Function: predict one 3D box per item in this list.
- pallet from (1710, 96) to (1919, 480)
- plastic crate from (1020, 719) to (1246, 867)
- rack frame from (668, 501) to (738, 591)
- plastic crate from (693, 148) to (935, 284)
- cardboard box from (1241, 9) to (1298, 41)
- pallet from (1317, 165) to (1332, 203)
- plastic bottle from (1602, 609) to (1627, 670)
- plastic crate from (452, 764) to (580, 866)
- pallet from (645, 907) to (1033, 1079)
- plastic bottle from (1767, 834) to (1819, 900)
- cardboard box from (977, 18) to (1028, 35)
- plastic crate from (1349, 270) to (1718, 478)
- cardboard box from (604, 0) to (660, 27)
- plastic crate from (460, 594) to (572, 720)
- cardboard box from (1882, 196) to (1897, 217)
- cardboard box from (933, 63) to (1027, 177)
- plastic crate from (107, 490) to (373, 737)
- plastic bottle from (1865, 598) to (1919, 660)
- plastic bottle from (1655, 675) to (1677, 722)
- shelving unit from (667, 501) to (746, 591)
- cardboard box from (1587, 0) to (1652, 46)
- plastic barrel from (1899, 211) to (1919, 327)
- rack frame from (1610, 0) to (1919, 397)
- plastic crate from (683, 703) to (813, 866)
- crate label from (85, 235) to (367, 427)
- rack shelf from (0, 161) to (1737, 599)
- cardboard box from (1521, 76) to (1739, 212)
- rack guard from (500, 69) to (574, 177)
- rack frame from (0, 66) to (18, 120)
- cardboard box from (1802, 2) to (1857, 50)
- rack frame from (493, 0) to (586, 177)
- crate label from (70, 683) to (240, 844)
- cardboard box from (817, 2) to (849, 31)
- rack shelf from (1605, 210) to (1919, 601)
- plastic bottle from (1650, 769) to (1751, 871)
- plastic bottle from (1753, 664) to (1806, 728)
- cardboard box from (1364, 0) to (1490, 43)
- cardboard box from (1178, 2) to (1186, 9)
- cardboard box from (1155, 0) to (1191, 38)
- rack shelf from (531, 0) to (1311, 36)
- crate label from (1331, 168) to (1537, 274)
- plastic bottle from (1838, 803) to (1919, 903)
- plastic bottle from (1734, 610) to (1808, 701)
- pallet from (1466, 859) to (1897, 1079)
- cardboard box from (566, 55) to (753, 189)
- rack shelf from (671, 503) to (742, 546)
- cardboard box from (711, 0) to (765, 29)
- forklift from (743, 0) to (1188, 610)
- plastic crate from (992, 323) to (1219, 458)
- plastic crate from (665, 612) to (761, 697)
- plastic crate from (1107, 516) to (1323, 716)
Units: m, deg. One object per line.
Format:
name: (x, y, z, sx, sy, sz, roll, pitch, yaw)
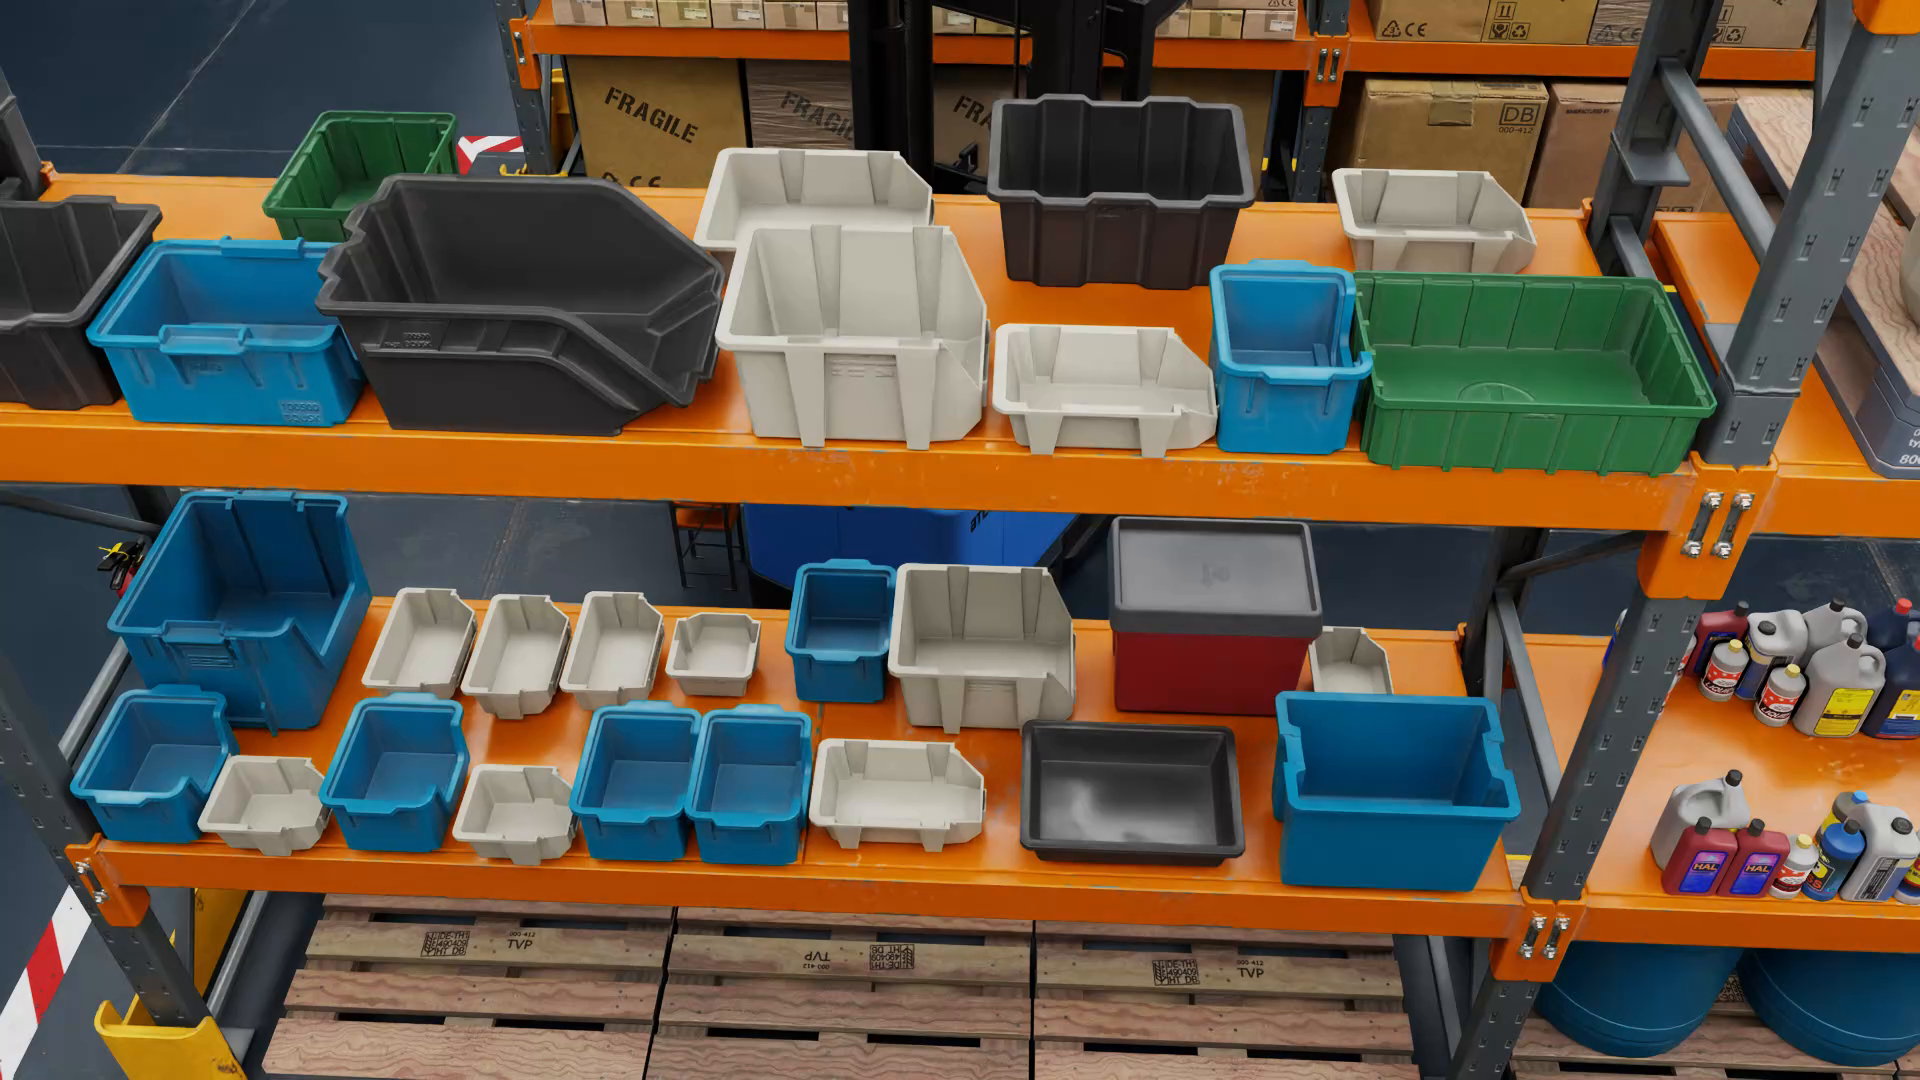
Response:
pallet: (2.378, -0.593, 3.709, 1.003, 0.211, 1.213, 2, 43, 2)
plastic crate: (0.460, 0.706, 4.535, 0.590, 0.125, 0.437, 2, 43, 2)
rack frame: (-1.070, -0.230, 6.702, 0.240, 1.200, 0.006, 4, 43, 4)
plastic crate: (-0.330, -0.751, 3.934, 0.530, 0.136, 0.437, 2, 43, 2)
cardboard box: (1.494, -2.589, 8.098, 0.250, 0.149, 0.380, 2, 43, 2)
pallet: (2.588, -1.902, 9.222, 1.213, 0.211, 1.003, 2, 43, 2)
plastic bottle: (1.999, 0.316, 4.887, 0.135, 0.276, 0.152, 2, 43, 2)
plastic crate: (-1.179, 0.749, 4.480, 0.298, 0.136, 0.250, 2, 43, 2)
pallet: (-0.368, 1.467, 5.606, 1.213, 0.211, 1.003, 2, 43, 2)
plastic bottle: (2.187, 0.848, 4.370, 0.097, 0.201, 0.097, 0, 43, 0)
cardboard box: (0.210, -2.628, 8.140, 0.250, 0.149, 0.380, 1, 43, 1)
plastic crate: (1.154, -0.349, 3.464, 0.662, 0.188, 0.450, 2, 43, 2)
cardboard box: (-1.586, -2.683, 8.199, 0.250, 0.149, 0.380, 1, 43, 1)
plastic crate: (-1.294, 0.350, 4.908, 0.243, 0.136, 0.396, 2, 43, 2)
cardboard box: (5.121, -2.183, 8.729, 0.875, 0.875, 1.225, 0, 43, 0)
cardboard box: (0.259, -2.373, 8.933, 0.875, 0.875, 0.875, 2, 43, 2)
plastic crate: (-2.062, 0.204, 4.846, 0.499, 0.435, 0.616, 2, 43, 2)
plastic bottle: (2.708, 0.307, 4.841, 0.185, 0.351, 0.144, 2, 43, 2)
plastic bottle: (2.012, 0.428, 4.821, 0.097, 0.201, 0.097, 0, 43, 0)
shelving unit: (-1.060, -0.292, 6.769, 0.258, 1.200, 0.189, 4, 43, 4)
cardboard box: (3.264, -2.716, 7.977, 0.500, 0.500, 0.500, 1, 43, 1)
plastic barrel: (2.105, -0.636, 3.209, 0.433, 0.535, 0.433, 0, 43, 0)
rack frame: (1.591, -1.717, 2.576, 0.127, 3.000, 1.000, 2, 43, 2)
plastic crate: (-0.558, 0.676, 4.488, 0.300, 0.233, 0.416, 2, 43, 2)
crate label: (-1.498, -0.439, 3.515, 0.502, 0.251, 0.408, 2, 43, 2)
rack shelf: (-0.407, -0.417, 3.910, 4.000, 0.370, 1.077, 2, 43, 2)
cardboard box: (3.347, -2.238, 8.788, 0.875, 0.875, 1.225, 0, 43, 0)
rack guard: (-2.206, -2.103, 9.226, 0.348, 0.500, 1.175, 2, 43, 2)
rack frame: (-2.405, -1.840, 2.708, 0.127, 3.000, 1.000, 2, 43, 2)
cardboard box: (4.289, -2.688, 7.946, 0.500, 0.500, 0.500, 0, 43, 1)
rack frame: (-2.182, -3.017, 8.374, 0.127, 3.000, 1.000, 2, 43, 2)
crate label: (-2.174, 0.627, 4.541, 0.303, 0.233, 0.416, 2, 43, 2)
cardboard box: (-0.558, -2.652, 8.166, 0.250, 0.149, 0.380, 1, 43, 1)
rack shelf: (3.589, -0.295, 3.778, 4.000, 0.370, 1.077, 2, 43, 2)
plastic bottle: (1.968, 0.729, 4.388, 0.185, 0.351, 0.144, 2, 43, 2)
plastic bottle: (2.377, 0.440, 4.809, 0.097, 0.201, 0.097, 0, 43, 0)
cardboard box: (2.262, -2.747, 8.010, 0.500, 0.500, 0.500, 2, 43, 2)
cardboard box: (0.844, -2.797, 8.029, 0.500, 0.250, 0.500, 3, 43, 3)
cardboard box: (0.981, -2.605, 8.115, 0.250, 0.149, 0.380, 1, 43, 1)
rack shelf: (-0.184, -2.764, 8.486, 3.809, 0.124, 0.919, 2, 43, 2)
crate label: (1.115, -0.735, 3.916, 0.466, 0.136, 0.293, 2, 43, 2)
plastic bottle: (2.401, 0.809, 4.358, 0.135, 0.276, 0.152, 2, 43, 2)
plastic bottle: (2.364, 0.327, 4.875, 0.135, 0.276, 0.152, 2, 43, 2)
pallet: (2.359, 1.551, 5.516, 1.213, 0.211, 1.003, 2, 43, 2)
cardboard box: (-1.539, -2.428, 8.992, 0.875, 0.875, 0.875, 2, 43, 2)
rack shelf: (-1.060, -0.084, 6.963, 0.258, 0.103, 0.180, 4, 43, 4)
cardboard box: (-1.070, -2.668, 8.183, 0.250, 0.149, 0.380, 1, 43, 1)
forklift: (0.325, -1.436, 6.726, 1.130, 2.935, 3.031, 23, 47, 22)
plastic crate: (0.303, -0.303, 3.453, 0.466, 0.136, 0.293, 2, 43, 2)
plastic crate: (-0.718, 0.339, 4.920, 0.250, 0.136, 0.298, 2, 43, 2)
plastic crate: (0.710, 0.235, 4.792, 0.583, 0.464, 0.402, 2, 43, 2)
